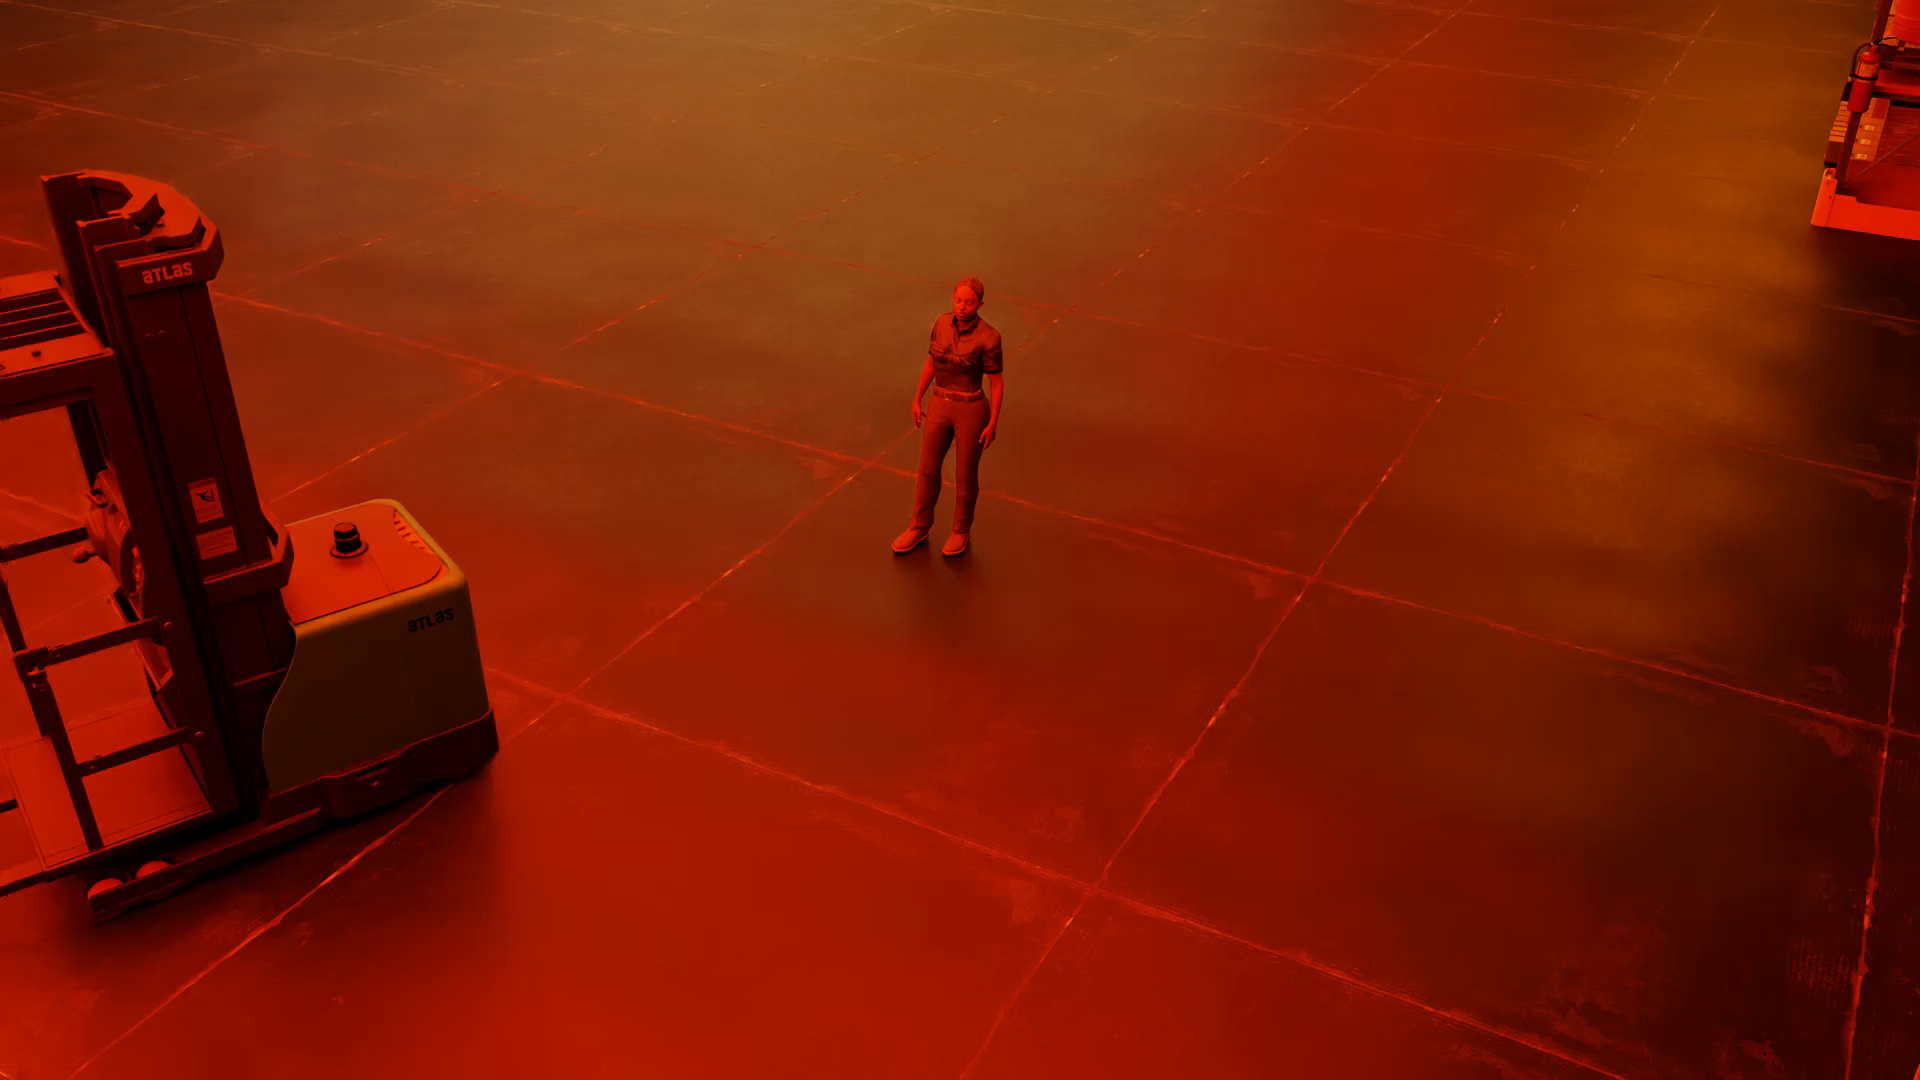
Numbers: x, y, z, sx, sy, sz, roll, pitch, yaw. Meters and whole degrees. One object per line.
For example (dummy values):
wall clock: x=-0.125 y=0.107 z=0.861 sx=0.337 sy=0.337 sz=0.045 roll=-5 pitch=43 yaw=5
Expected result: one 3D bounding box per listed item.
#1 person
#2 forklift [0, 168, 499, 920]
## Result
person: x=-0.060 y=-0.689 z=9.527 sx=0.569 sy=1.656 sz=0.503 roll=15 pitch=33 yaw=25
forklift: x=-3.735 y=0.061 z=6.966 sx=3.031 sy=2.935 sz=1.130 roll=-20 pitch=36 yaw=-31
